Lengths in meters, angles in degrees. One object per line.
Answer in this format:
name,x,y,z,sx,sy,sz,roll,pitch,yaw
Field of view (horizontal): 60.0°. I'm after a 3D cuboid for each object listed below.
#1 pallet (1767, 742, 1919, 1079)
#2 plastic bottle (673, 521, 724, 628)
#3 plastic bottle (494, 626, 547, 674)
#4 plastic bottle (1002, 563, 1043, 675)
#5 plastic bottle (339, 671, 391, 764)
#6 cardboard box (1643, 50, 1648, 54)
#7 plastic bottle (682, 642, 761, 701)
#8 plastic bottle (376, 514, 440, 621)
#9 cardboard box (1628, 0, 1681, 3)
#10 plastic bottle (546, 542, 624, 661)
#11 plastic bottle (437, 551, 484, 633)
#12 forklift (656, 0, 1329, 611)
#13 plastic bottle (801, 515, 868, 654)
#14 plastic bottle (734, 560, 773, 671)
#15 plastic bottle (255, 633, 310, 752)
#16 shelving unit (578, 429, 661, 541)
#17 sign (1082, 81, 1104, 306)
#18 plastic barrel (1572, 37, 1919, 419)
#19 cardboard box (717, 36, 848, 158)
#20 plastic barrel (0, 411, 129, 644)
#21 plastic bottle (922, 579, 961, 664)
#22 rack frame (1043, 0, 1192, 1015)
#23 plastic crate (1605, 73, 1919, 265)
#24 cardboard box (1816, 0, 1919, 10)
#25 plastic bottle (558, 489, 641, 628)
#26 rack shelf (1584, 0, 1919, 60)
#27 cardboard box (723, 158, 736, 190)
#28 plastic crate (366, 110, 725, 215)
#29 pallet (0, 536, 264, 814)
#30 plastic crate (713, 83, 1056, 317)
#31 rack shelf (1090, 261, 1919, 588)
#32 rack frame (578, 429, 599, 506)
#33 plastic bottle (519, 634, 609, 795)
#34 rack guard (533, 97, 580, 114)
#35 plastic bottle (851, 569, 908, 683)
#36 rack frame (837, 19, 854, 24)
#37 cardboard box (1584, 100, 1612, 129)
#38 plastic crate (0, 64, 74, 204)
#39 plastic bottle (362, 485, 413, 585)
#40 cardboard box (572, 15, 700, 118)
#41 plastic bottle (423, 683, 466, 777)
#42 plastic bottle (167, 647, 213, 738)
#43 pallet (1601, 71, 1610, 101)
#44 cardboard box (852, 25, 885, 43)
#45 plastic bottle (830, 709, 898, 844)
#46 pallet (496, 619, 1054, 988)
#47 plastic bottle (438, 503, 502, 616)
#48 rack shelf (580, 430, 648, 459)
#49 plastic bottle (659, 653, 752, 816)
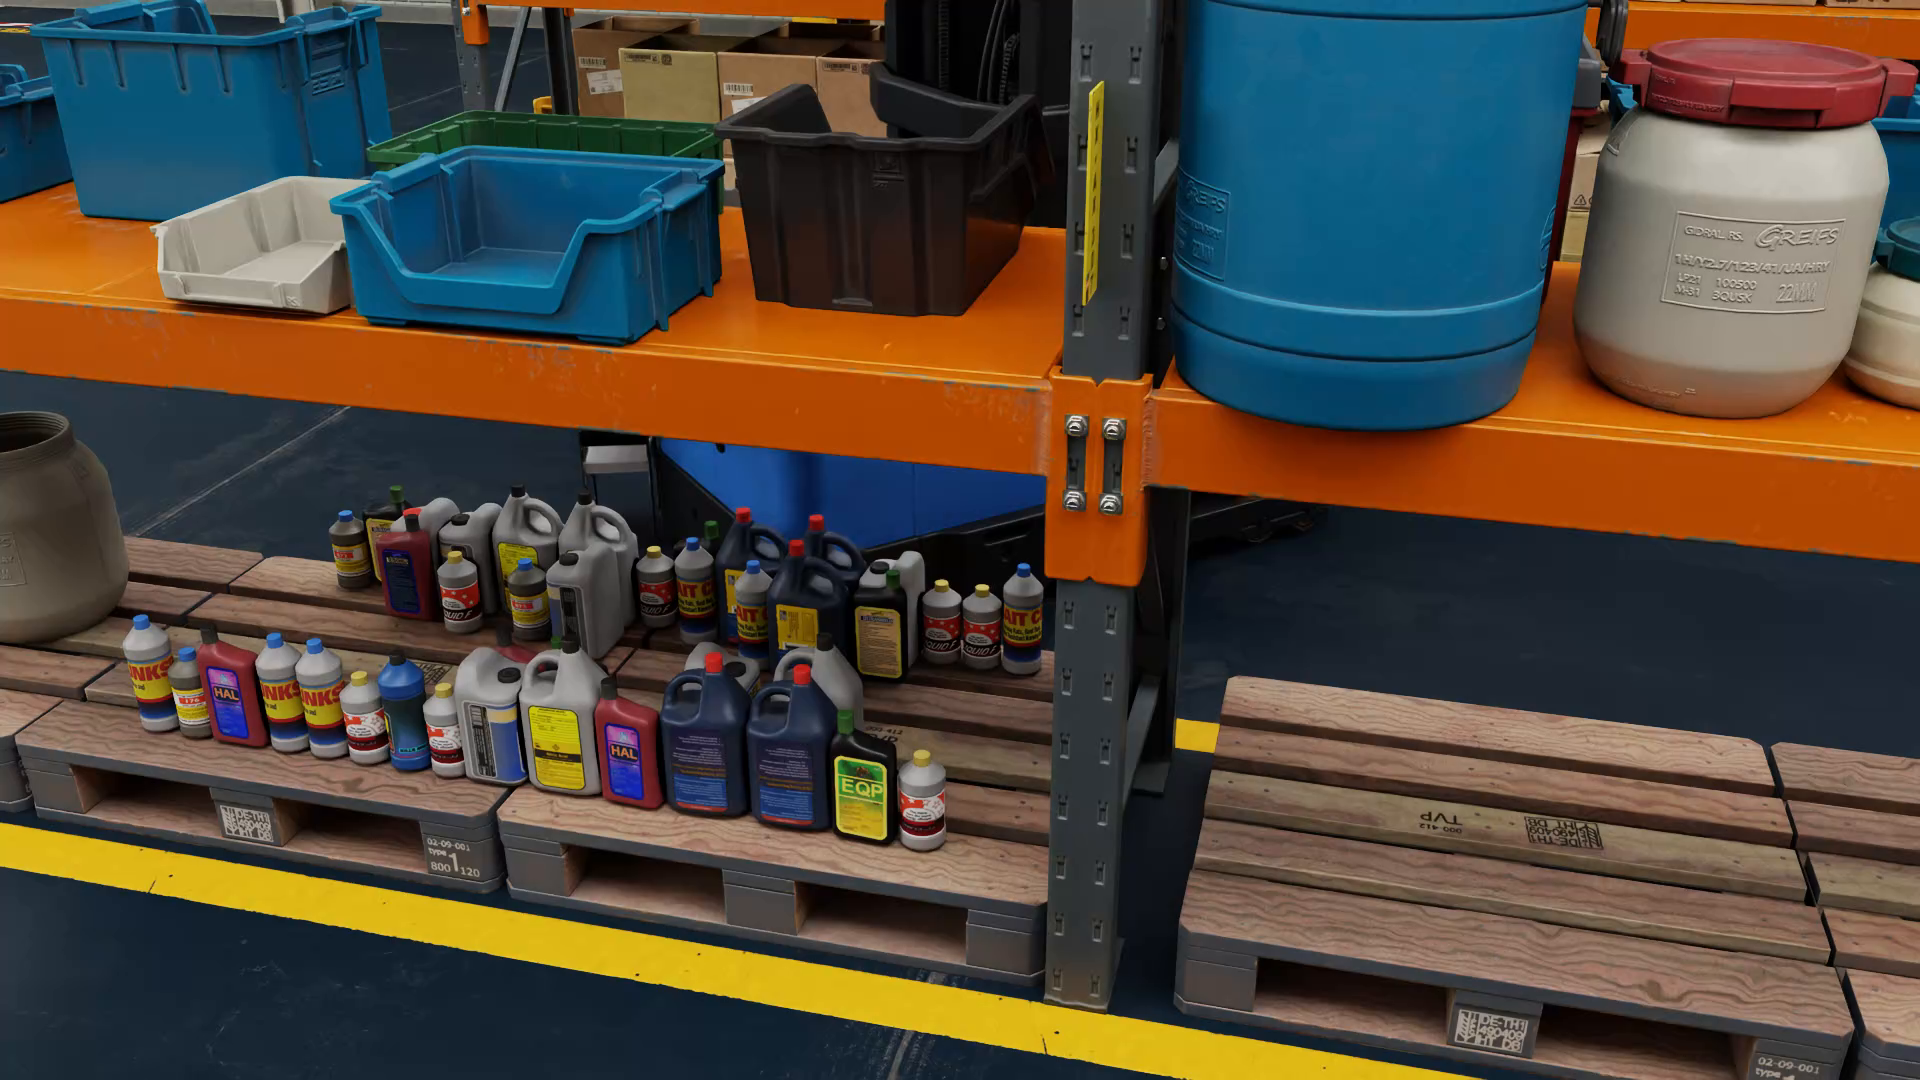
pallet,2.308,0.825,3.272,1.213,0.211,1.003,6,26,13
plastic bottle,-0.659,0.082,4.237,0.133,0.283,0.061,7,26,15
plastic bottle,-0.973,0.328,3.719,0.133,0.283,0.061,6,26,13
plastic bottle,0.153,0.185,4.034,0.097,0.271,0.097,0,25,0
plastic bottle,-1.319,0.387,3.692,0.097,0.201,0.097,0,25,0
cardboard box,5.025,-3.598,11.715,0.500,0.500,0.700,6,26,13
plastic bottle,-0.517,0.365,3.650,0.135,0.276,0.152,6,26,13
plastic bottle,-1.423,0.065,4.273,0.133,0.283,0.061,6,26,13
cardboard box,2.839,-2.593,7.091,0.500,0.500,0.500,8,27,17
plastic bottle,-0.933,0.139,4.126,0.135,0.276,0.152,6,26,13
plastic bottle,-1.275,0.126,4.239,0.097,0.201,0.097,0,25,0
forklift,0.589,-1.494,4.978,3.031,2.935,1.130,-15,29,-28
plastic bottle,-0.326,0.106,4.107,0.185,0.351,0.144,7,26,14
plastic bottle,-0.497,0.177,4.051,0.097,0.271,0.097,0,25,0
plastic bottle,-1.512,0.334,3.722,0.097,0.271,0.097,0,25,0
shelving unit,-1.071,-0.451,5.151,0.210,0.900,0.258,-2,26,-5
sign,0.204,-0.529,2.549,0.005,0.325,0.100,6,26,13
plastic barrel,1.224,-0.499,2.651,0.433,0.535,0.433,0,25,0
cardboard box,-0.849,-2.158,8.130,0.500,0.500,0.500,6,26,13
plastic barrel,-2.380,-0.034,4.238,0.421,0.512,0.421,0,25,0
plastic bottle,-0.044,0.195,4.095,0.097,0.201,0.097,0,25,0
rack frame,0.352,-0.632,3.088,0.127,3.000,1.000,6,26,13
plastic crate,1.498,-0.636,3.115,0.575,0.384,0.392,6,26,13
cardboard box,3.834,-2.483,6.860,0.500,0.500,0.500,5,26,10
plastic bottle,-0.921,0.041,4.245,0.185,0.351,0.144,6,26,13
rack shelf,3.526,-2.155,7.123,4.000,0.370,1.077,6,26,13
cardboard box,-0.851,-1.814,8.281,0.500,0.250,0.500,6,26,13
plastic crate,-0.892,-0.799,3.685,0.662,0.188,0.450,6,26,13
pallet,-2.651,0.277,4.423,1.213,0.211,1.003,6,26,13
plastic crate,-0.123,-0.713,3.330,0.504,0.338,0.767,6,26,13
rack shelf,2.289,-0.093,2.792,4.000,0.370,1.077,6,26,13
rack frame,-1.172,-0.447,5.142,0.006,0.900,0.240,-2,26,-5
plastic bottle,-0.842,0.362,3.571,0.185,0.351,0.144,6,26,13
rack guard,-2.308,-1.996,8.860,0.348,0.500,1.175,6,26,13
plastic bottle,-0.193,0.201,3.987,0.133,0.283,0.061,6,26,13
rack frame,-1.055,-5.184,12.650,0.127,3.000,1.000,6,26,13
cardboard box,3.041,-1.863,7.732,0.500,0.311,0.500,6,26,13
plastic crate,-2.335,-0.992,4.017,0.408,0.251,0.499,6,26,13
plastic bottle,-1.516,-0.013,4.436,0.133,0.283,0.061,7,26,14
cardboard box,-1.691,-2.475,8.797,0.500,0.500,0.500,6,26,13
plastic bottle,-1.120,0.409,3.646,0.097,0.201,0.097,0,25,0
plastic bottle,-1.743,0.340,3.790,0.097,0.201,0.097,0,25,0
pallet,4.759,-3.285,11.904,1.213,0.211,1.003,6,26,13
cardboard box,-0.235,-2.320,8.471,0.500,0.500,0.500,6,26,13
plastic bottle,-0.196,0.482,3.397,0.133,0.283,0.061,8,27,16
pallet,-0.288,0.538,3.874,1.213,0.211,1.003,6,26,13
plastic bottle,-1.262,0.038,4.336,0.135,0.276,0.152,6,26,12
rack shelf,-1.071,-0.340,5.204,0.200,0.077,0.258,-2,26,-5
plastic bottle,-0.529,0.396,3.498,0.185,0.351,0.144,5,26,10
